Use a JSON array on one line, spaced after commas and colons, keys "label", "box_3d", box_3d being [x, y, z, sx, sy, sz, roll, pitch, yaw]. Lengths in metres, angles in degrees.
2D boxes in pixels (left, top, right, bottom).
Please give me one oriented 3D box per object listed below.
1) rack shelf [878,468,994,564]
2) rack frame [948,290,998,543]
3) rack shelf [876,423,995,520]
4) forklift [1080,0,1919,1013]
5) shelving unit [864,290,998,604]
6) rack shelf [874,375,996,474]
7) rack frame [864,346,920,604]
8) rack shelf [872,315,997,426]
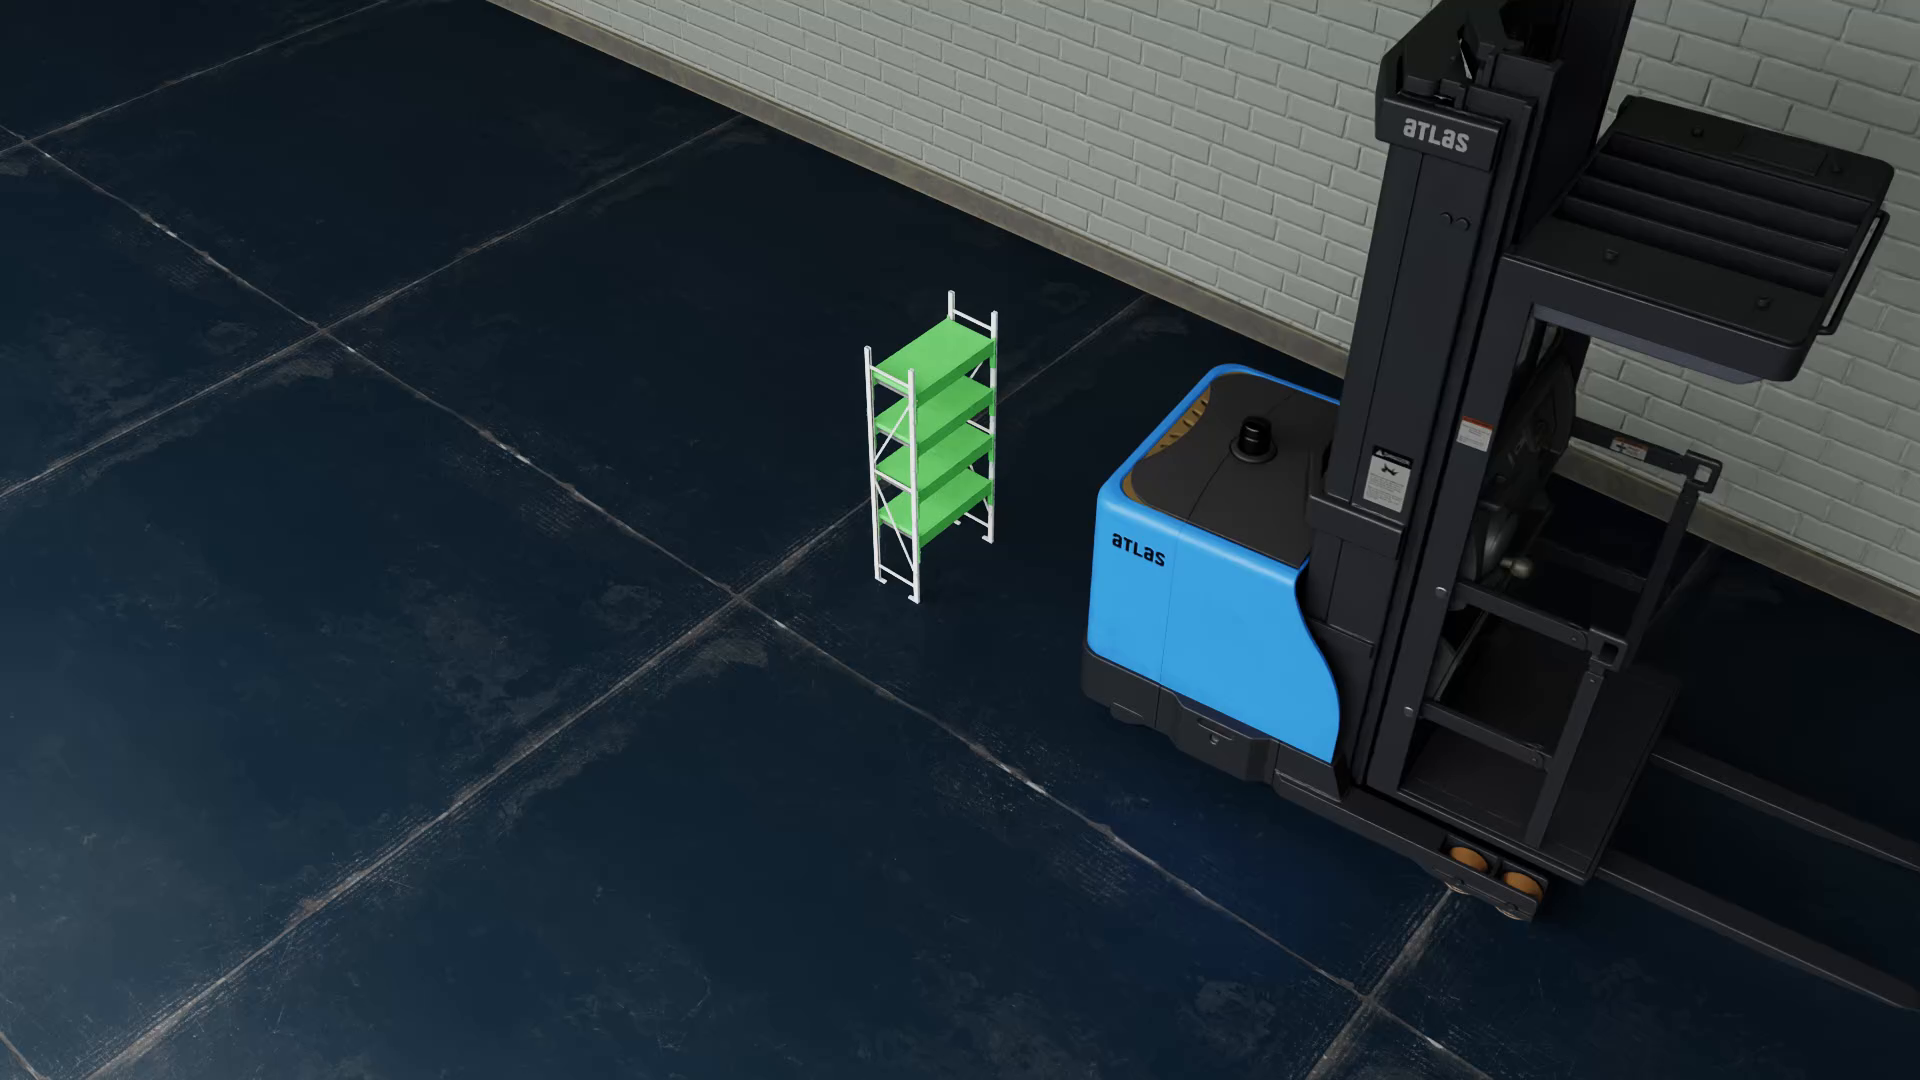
[{"label": "rack shelf", "box_3d": [-0.107, -0.134, 6.957, 0.258, 0.148, 0.480, 29, 50, 28]}, {"label": "rack frame", "box_3d": [0.051, -0.484, 6.891, 0.240, 1.200, 0.015, 29, 50, 28]}, {"label": "rack shelf", "box_3d": [-0.107, -0.311, 6.796, 0.258, 0.148, 0.480, 29, 50, 28]}, {"label": "forklift", "box_3d": [1.980, -0.175, 5.264, 3.031, 2.935, 1.130, 24, 48, 24]}, {"label": "shelving unit", "box_3d": [-0.107, -0.359, 6.753, 0.258, 1.200, 0.503, 29, 50, 28]}, {"label": "rack shelf", "box_3d": [-0.107, -0.489, 6.634, 0.258, 0.148, 0.480, 29, 50, 28]}, {"label": "rack frame", "box_3d": [-0.264, -0.233, 6.614, 0.240, 1.200, 0.015, 29, 50, 28]}, {"label": "rack shelf", "box_3d": [-0.107, -0.667, 6.473, 0.258, 0.148, 0.480, 29, 50, 28]}]
